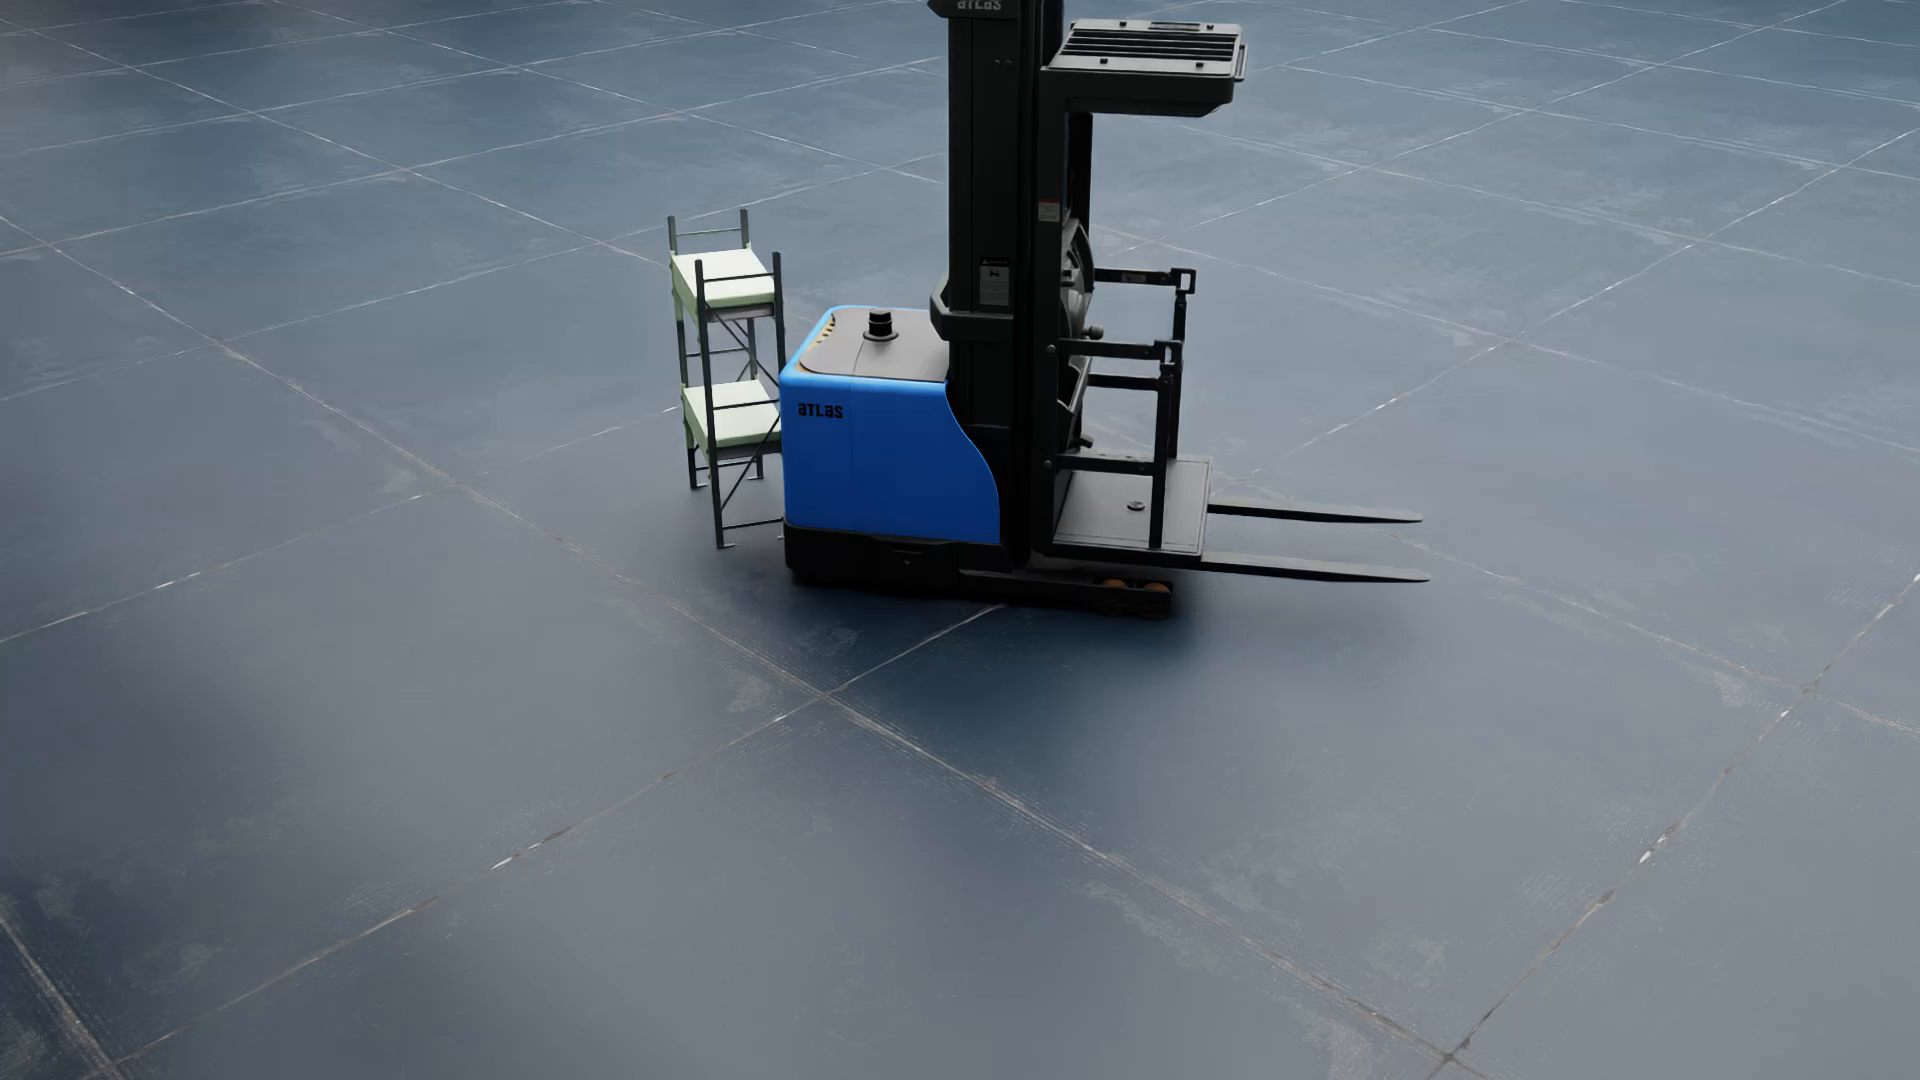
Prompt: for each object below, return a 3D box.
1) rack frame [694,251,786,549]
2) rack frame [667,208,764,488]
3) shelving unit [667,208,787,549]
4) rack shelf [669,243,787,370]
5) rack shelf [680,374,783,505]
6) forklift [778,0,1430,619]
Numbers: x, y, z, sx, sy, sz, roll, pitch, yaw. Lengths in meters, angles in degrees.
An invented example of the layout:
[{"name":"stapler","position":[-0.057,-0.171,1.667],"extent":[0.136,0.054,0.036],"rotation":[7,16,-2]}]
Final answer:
[{"name":"rack frame","position":[-1.031,-0.653,8.056],"extent":[0.400,1.500,0.023],"rotation":[-9,29,-16]},{"name":"rack frame","position":[-1.263,-0.976,8.671],"extent":[0.400,1.500,0.023],"rotation":[-9,29,-16]},{"name":"shelving unit","position":[-1.147,-0.814,8.363],"extent":[0.431,1.500,0.755],"rotation":[-9,29,-16]},{"name":"rack shelf","position":[-1.147,-1.160,8.182],"extent":[0.431,0.370,0.720],"rotation":[-9,29,-16]},{"name":"rack shelf","position":[-1.147,-0.526,8.515],"extent":[0.431,0.370,0.720],"rotation":[-9,29,-16]},{"name":"forklift","position":[0.721,-1.198,7.554],"extent":[3.031,2.935,1.130],"rotation":[5,28,9]}]
